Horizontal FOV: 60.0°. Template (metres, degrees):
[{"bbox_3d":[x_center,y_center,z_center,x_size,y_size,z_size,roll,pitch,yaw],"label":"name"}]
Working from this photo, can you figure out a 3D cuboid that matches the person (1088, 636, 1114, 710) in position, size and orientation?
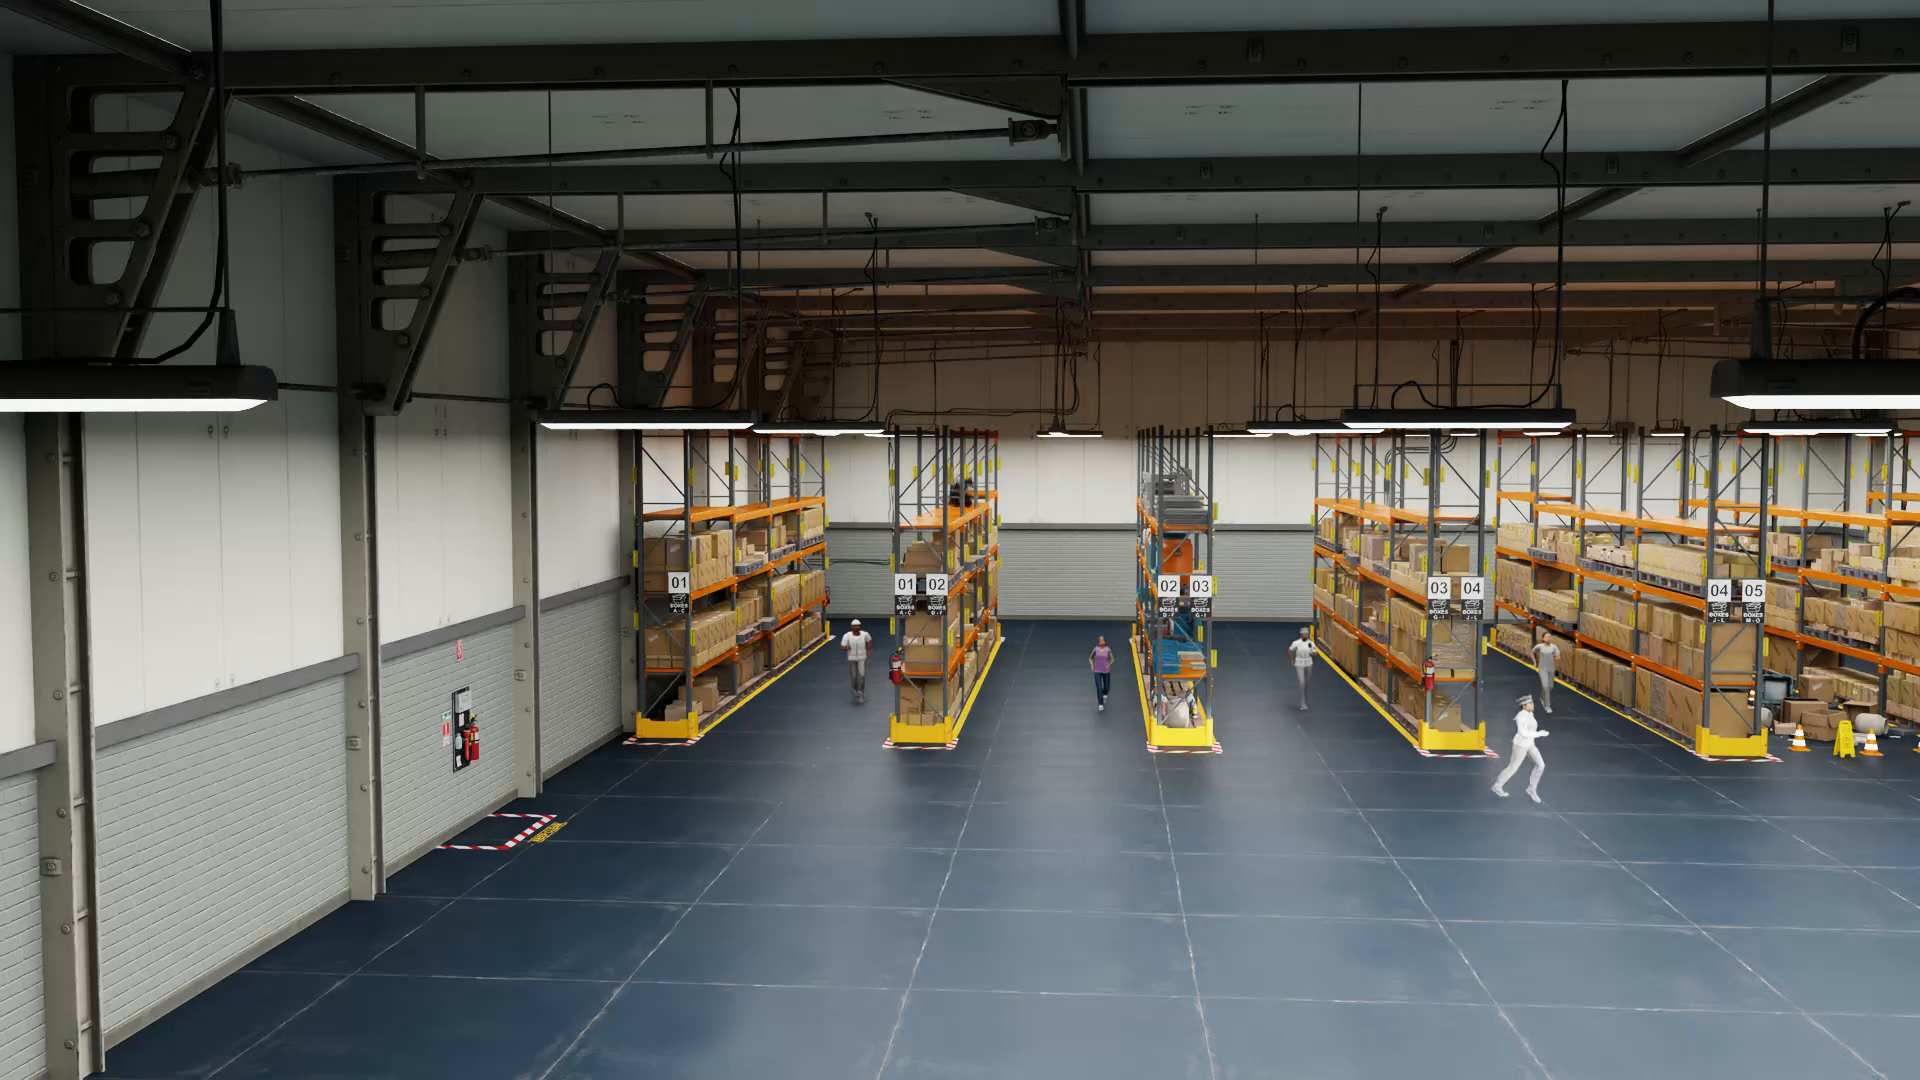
[{"bbox_3d":[3.008,2.815,35.417,0.542,1.553,0.680,0,3,3],"label":"person"}]

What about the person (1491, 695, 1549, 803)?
[{"bbox_3d":[8.935,3.294,26.371,0.829,1.729,0.622,3,4,39],"label":"person"}]

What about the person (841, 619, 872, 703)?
[{"bbox_3d":[-2.273,2.650,36.515,0.676,1.831,0.787,0,3,-3],"label":"person"}]

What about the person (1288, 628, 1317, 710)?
[{"bbox_3d":[7.349,2.721,35.580,0.562,1.721,0.885,0,3,-6],"label":"person"}]

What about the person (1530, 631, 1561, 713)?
[{"bbox_3d":[12.363,2.753,35.062,0.563,1.658,0.966,0,3,0],"label":"person"}]
